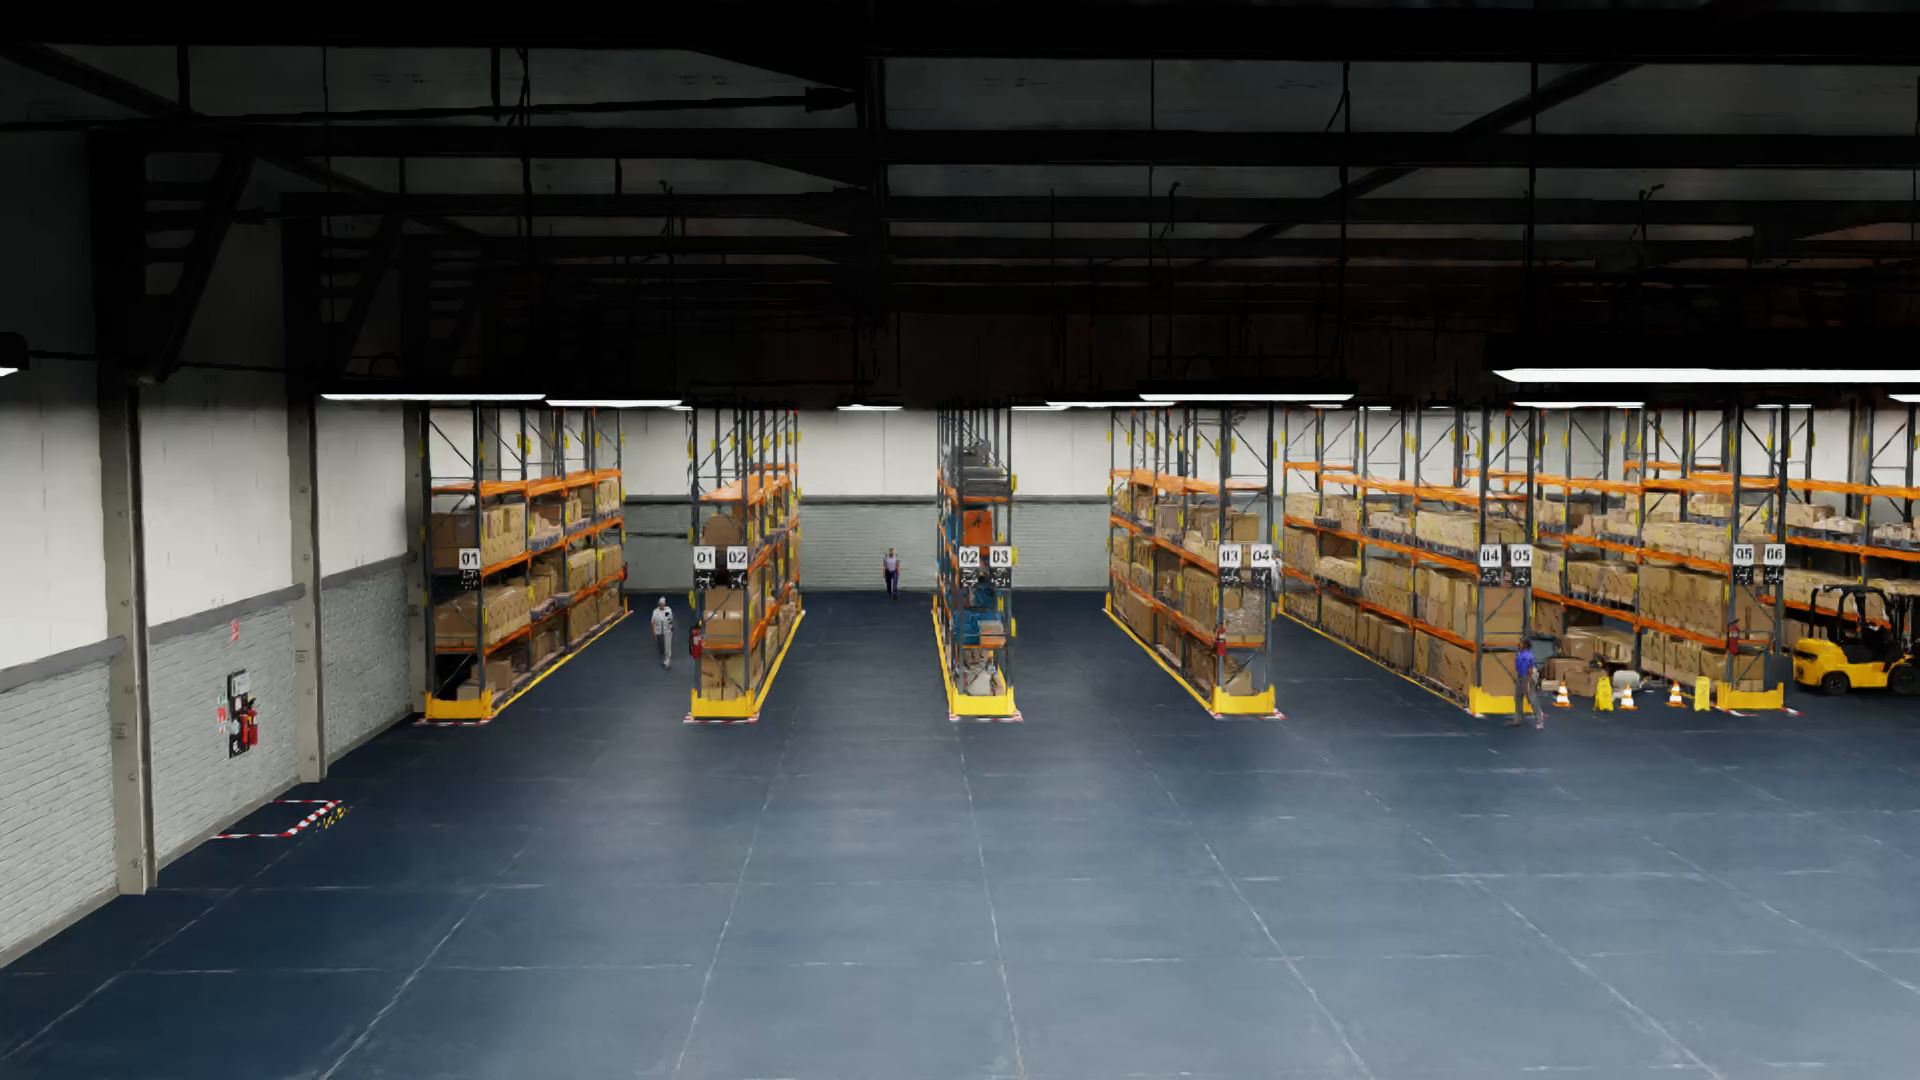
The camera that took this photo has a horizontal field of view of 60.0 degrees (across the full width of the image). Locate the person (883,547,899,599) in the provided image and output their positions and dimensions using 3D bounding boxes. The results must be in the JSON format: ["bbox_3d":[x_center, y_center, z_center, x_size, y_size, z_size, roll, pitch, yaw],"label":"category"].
[{"bbox_3d":[-2.116,0.997,50.898,0.479,1.567,1.090,0,4,0],"label":"person"}]

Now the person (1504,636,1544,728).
[{"bbox_3d":[10.264,2.566,30.210,0.612,1.645,0.704,-1,4,-8],"label":"person"}]

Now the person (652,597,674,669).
[{"bbox_3d":[-6.638,2.050,37.156,0.497,1.583,1.090,0,4,0],"label":"person"}]

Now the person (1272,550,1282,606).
[{"bbox_3d":[9.320,1.114,48.856,0.405,1.659,0.571,-3,6,-38],"label":"person"}]
